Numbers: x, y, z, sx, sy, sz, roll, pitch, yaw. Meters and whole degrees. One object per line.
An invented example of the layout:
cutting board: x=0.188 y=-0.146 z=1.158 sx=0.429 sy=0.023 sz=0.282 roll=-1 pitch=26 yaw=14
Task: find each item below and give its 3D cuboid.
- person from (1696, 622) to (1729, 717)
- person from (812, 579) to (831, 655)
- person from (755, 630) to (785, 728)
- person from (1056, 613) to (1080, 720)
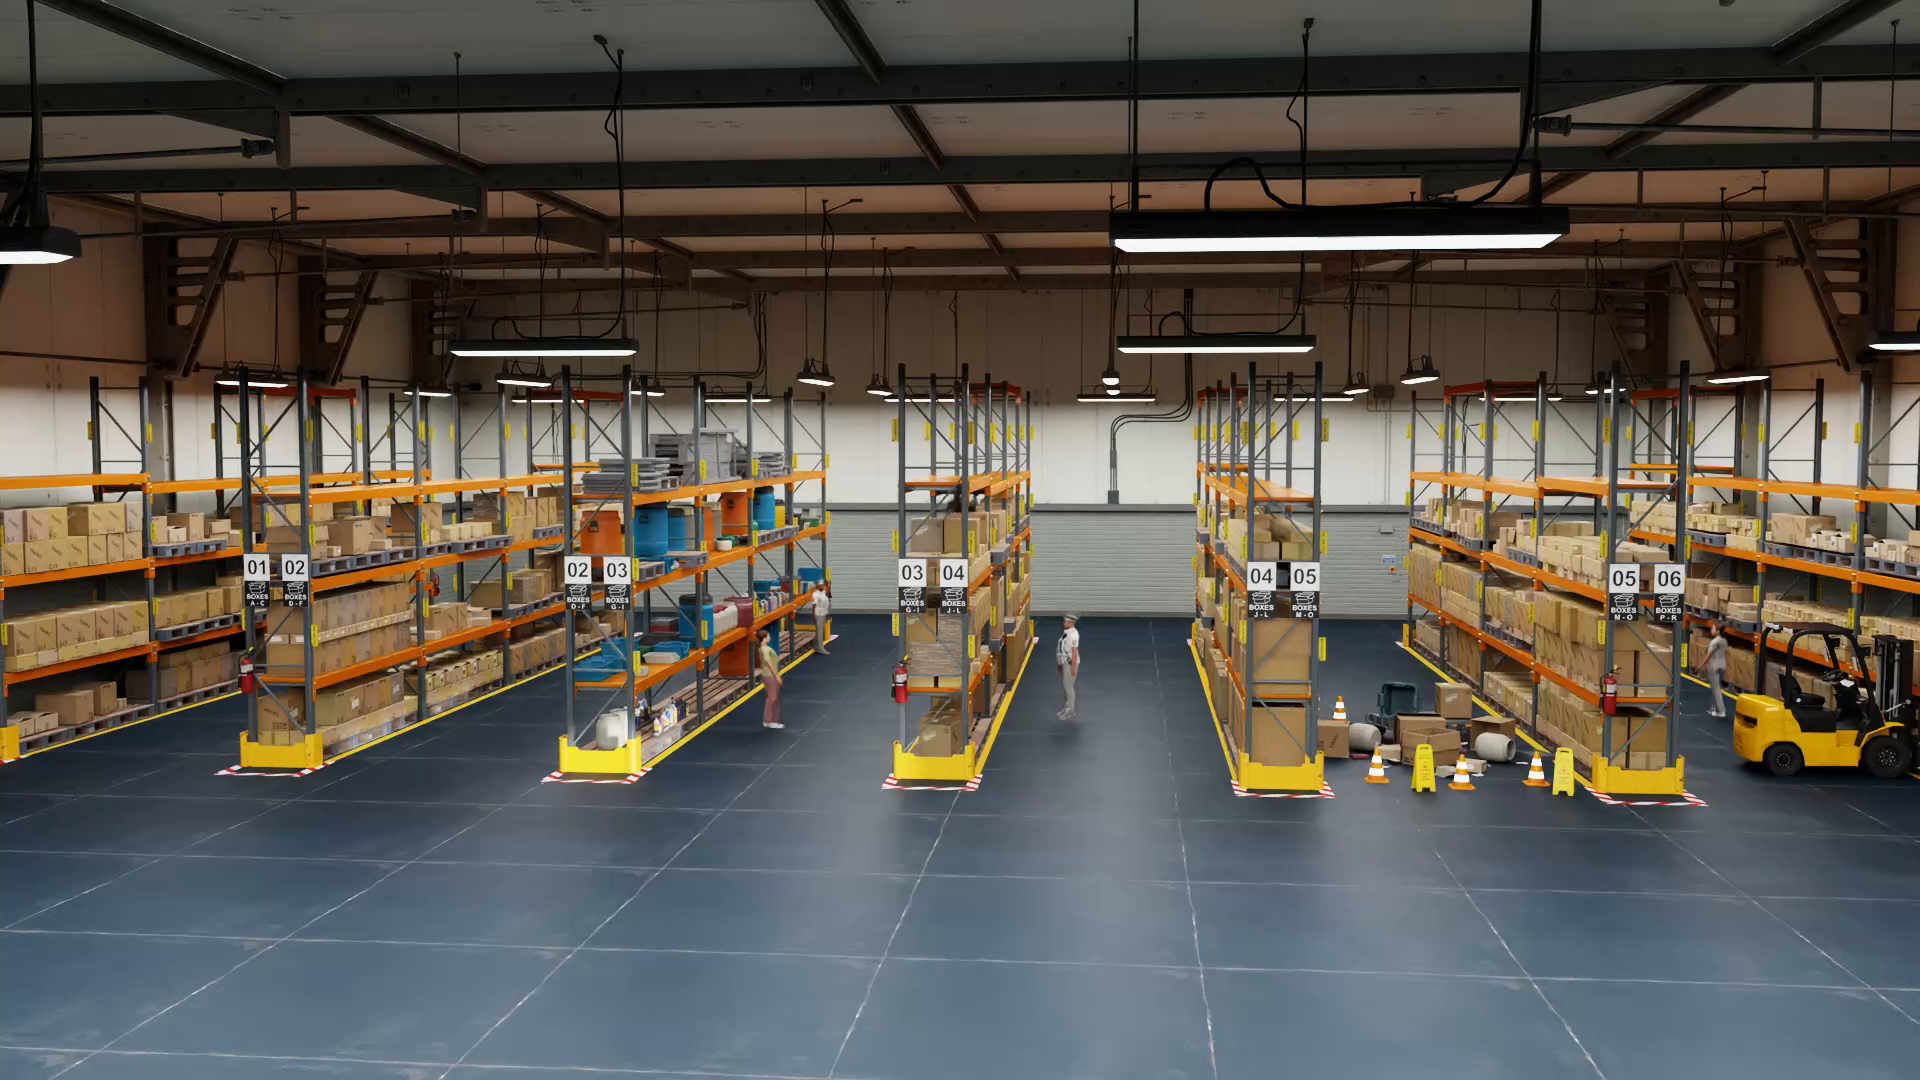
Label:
person: x=13.289 y=2.279 z=29.307 sx=0.528 sy=1.679 sz=0.755 roll=0 pitch=4 yaw=-7
person: x=-3.132 y=1.738 z=37.891 sx=0.527 sy=1.709 sz=0.476 roll=2 pitch=4 yaw=23
person: x=-3.203 y=2.365 z=28.113 sx=0.507 sy=1.709 sz=0.482 roll=1 pitch=4 yaw=11
person: x=1.834 y=2.161 z=28.595 sx=0.452 sy=1.803 sz=0.631 roll=-1 pitch=4 yaw=-12
